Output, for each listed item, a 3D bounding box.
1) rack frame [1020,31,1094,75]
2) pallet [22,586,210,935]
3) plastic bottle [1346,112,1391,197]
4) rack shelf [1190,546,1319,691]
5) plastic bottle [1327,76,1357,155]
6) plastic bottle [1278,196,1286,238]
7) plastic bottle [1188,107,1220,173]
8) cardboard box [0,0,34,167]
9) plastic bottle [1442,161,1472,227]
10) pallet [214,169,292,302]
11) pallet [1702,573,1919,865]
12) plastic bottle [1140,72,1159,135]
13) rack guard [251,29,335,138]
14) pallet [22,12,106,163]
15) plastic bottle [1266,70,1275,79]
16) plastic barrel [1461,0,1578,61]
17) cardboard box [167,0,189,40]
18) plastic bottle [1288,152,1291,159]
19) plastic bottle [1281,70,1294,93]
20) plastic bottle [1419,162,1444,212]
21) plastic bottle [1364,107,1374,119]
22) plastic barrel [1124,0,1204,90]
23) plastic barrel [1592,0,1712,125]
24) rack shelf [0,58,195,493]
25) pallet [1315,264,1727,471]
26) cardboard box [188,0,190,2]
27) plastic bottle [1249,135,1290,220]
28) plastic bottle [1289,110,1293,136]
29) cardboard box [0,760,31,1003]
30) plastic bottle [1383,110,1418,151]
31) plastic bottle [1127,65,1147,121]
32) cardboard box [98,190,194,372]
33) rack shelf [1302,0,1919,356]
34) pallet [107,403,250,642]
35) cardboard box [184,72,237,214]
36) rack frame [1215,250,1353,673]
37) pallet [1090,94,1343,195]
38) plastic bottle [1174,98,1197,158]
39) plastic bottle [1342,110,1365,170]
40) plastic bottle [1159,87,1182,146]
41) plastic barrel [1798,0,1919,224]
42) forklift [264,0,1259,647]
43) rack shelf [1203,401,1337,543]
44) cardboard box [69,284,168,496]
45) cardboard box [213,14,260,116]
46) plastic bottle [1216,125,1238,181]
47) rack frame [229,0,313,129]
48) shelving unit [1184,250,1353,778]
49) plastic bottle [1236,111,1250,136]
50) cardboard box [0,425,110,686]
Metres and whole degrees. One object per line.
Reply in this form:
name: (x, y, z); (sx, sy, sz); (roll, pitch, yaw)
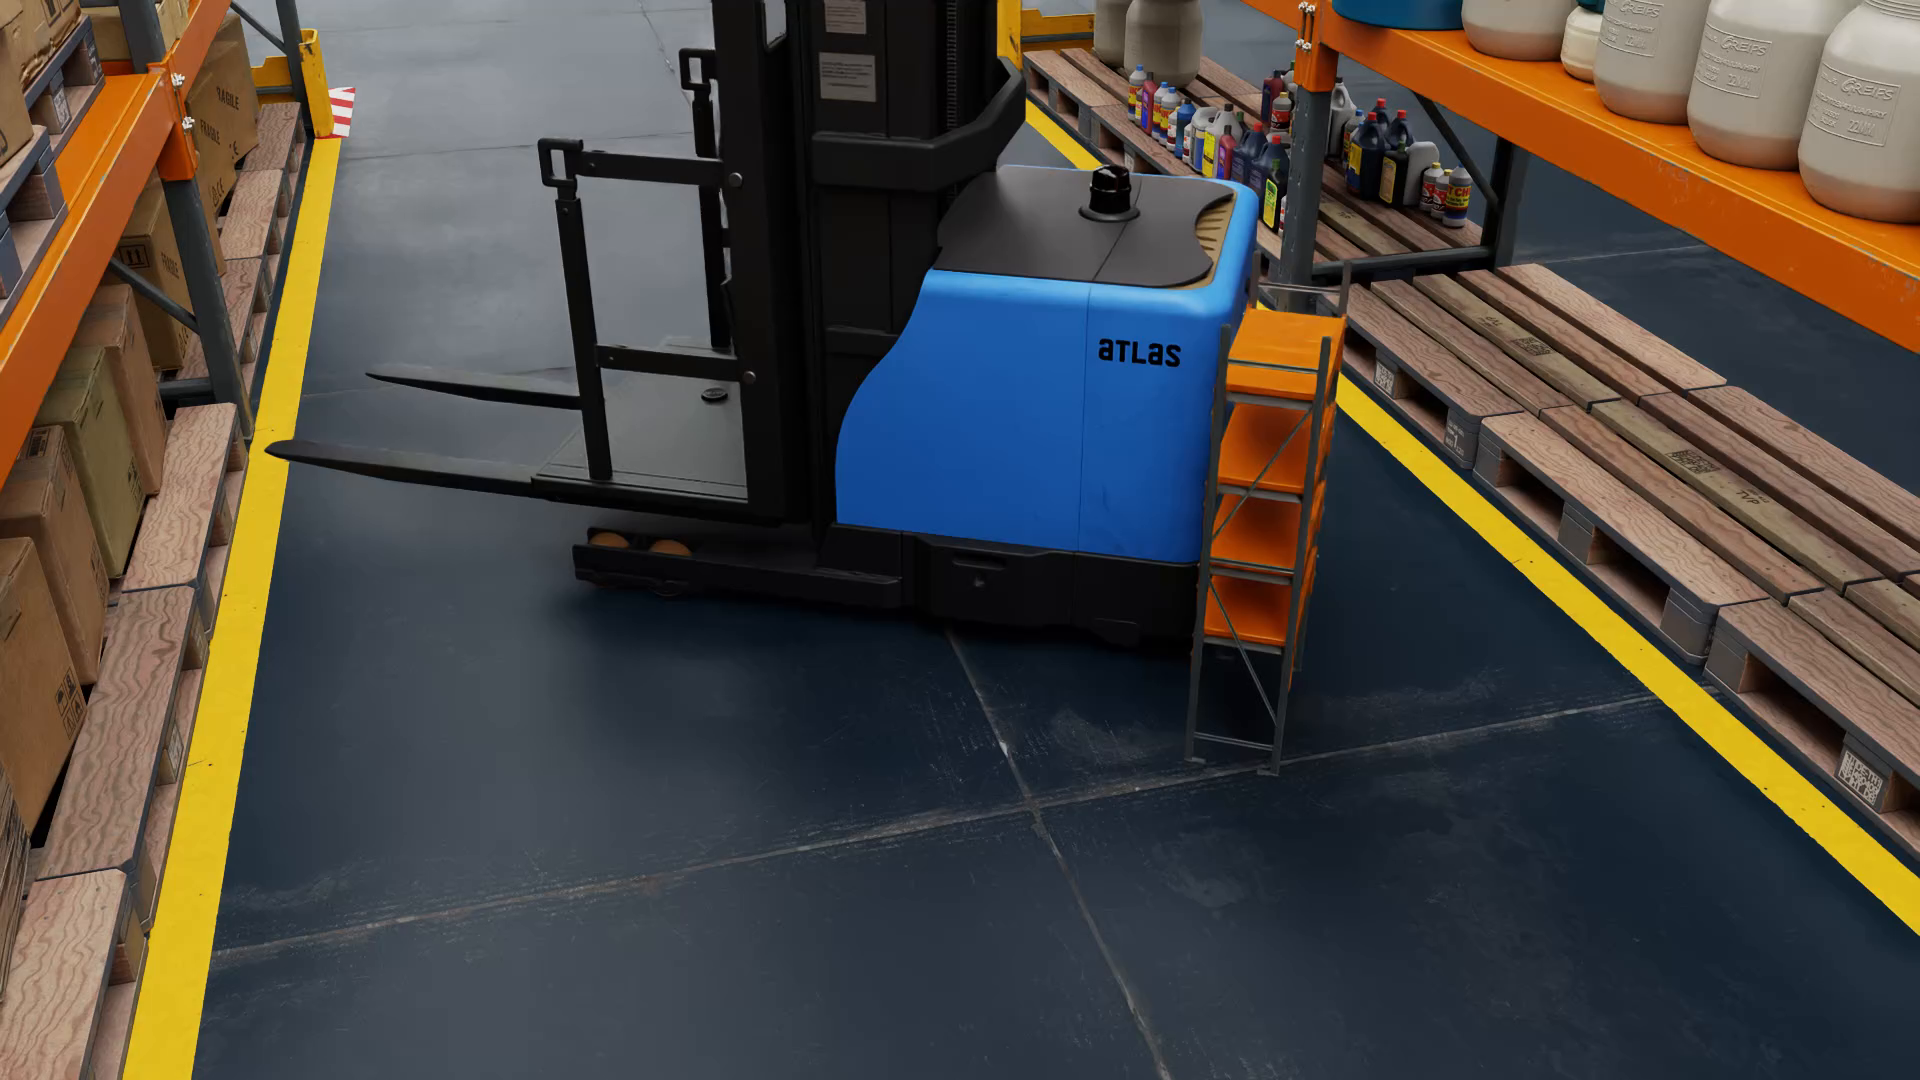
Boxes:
rack frame: (0.730, -4.194, 9.501); (1.000, 3.000, 0.127); (-8, 31, -13)
pallet: (-2.448, 0.570, 4.055); (1.003, 0.211, 1.213); (-8, 31, -13)
plastic bottle: (1.838, -1.732, 7.453); (0.144, 0.351, 0.185); (-8, 31, -13)
rack shelf: (0.762, 0.175, 4.280); (0.258, 0.148, 0.480); (9, 31, 14)
plastic bottle: (1.814, -2.047, 7.998); (0.144, 0.351, 0.185); (-8, 31, -14)
plastic bottle: (1.395, -1.375, 6.985); (0.097, 0.201, 0.097); (0, 30, 0)
plastic bottle: (1.167, -1.874, 7.773); (0.152, 0.276, 0.135); (-7, 31, -12)
cardboard box: (-2.435, -1.005, 3.469); (0.797, 0.503, 0.637); (-5, 30, -8)
plastic bottle: (2.130, -1.484, 7.103); (0.097, 0.271, 0.097); (0, 30, 0)
pallet: (-3.524, -1.306, 7.296); (1.003, 0.211, 1.213); (-8, 31, -13)
pallet: (2.685, 0.498, 4.180); (1.003, 0.211, 1.213); (-8, 31, -13)
plastic bottle: (0.953, -2.180, 8.294); (0.061, 0.283, 0.133); (-7, 31, -12)
rack guard: (-4.025, -2.417, 8.926); (1.175, 0.500, 0.348); (-8, 31, -13)
pallet: (-2.921, -1.132, 4.403); (1.003, 0.211, 1.213); (-8, 31, -13)
plastic bottle: (1.640, -2.344, 8.660); (0.097, 0.201, 0.097); (0, 30, 0)
plastic barrel: (1.834, -1.829, 5.281); (0.433, 0.535, 0.433); (0, 30, 0)
cardboard box: (-2.805, -1.761, 5.549); (0.380, 0.149, 0.250); (-8, 31, -13)
plastic bottle: (1.482, -1.598, 7.221); (0.144, 0.351, 0.185); (-8, 31, -13)
plastic bottle: (1.680, -2.251, 8.425); (0.152, 0.276, 0.135); (-8, 31, -13)
plastic bottle: (2.076, -1.552, 7.291); (0.097, 0.201, 0.097); (0, 30, 0)
plastic bottle: (1.924, -1.898, 7.807); (0.061, 0.283, 0.133); (-6, 31, -11)
plastic barrel: (1.111, -2.749, 9.069); (0.421, 0.512, 0.421); (0, 30, 0)
plastic barrel: (2.029, -1.475, 4.669); (0.433, 0.535, 0.433); (0, 30, 0)
rack shelf: (-2.453, -0.326, 3.537); (1.077, 0.370, 4.000); (-8, 31, -13)
pallet: (2.037, -0.681, 6.216); (1.003, 0.211, 1.213); (-8, 31, -13)
cardboard box: (-2.973, -1.997, 5.957); (0.380, 0.149, 0.250); (-8, 31, -13)
plastic bottle: (1.343, -1.579, 7.188); (0.144, 0.351, 0.185); (-9, 31, -15)
plastic bottle: (1.660, -2.035, 8.126); (0.097, 0.201, 0.097); (0, 30, 0)
cardboard box: (-2.279, 0.633, 3.218); (0.700, 0.500, 0.500); (-10, 32, -17)
plastic bottle: (1.977, -1.751, 7.486); (0.144, 0.351, 0.185); (-7, 31, -12)
plastic bottle: (0.911, -2.286, 8.490); (0.097, 0.271, 0.097); (0, 30, 0)
cardboard box: (-3.051, -0.902, 5.890); (0.500, 0.500, 0.500); (-9, 31, -15)
rack shelf: (2.322, -0.985, 4.675); (1.077, 0.370, 4.000); (-8, 31, -13)
pallet: (-2.776, -0.021, 5.075); (1.003, 0.211, 1.213); (-8, 31, -13)
cardboard box: (-3.556, -1.742, 7.342); (0.500, 0.500, 0.500); (-5, 30, -9)
rack frame: (0.834, -0.172, 4.349); (0.240, 1.200, 0.015); (9, 31, 14)
pallet: (1.326, -1.975, 8.452); (1.003, 0.211, 1.213); (-8, 31, -13)
plastic bottle: (1.082, -1.975, 7.951); (0.097, 0.271, 0.097); (0, 30, 0)
plastic bottle: (1.852, -1.874, 7.777); (0.097, 0.271, 0.097); (0, 30, 0)
plastic bottle: (1.028, -2.072, 8.121); (0.097, 0.271, 0.097); (0, 30, 0)
plastic barrel: (2.262, -1.050, 3.959); (0.421, 0.512, 0.421); (0, 30, 0)
forklift: (-0.672, -1.349, 4.654); (3.031, 2.935, 1.130); (7, 31, 12)
rack shelf: (0.763, -0.190, 4.068); (0.258, 0.148, 0.480); (9, 31, 14)
cardboard box: (-2.842, -0.412, 5.024); (0.700, 0.500, 0.500); (-10, 32, -17)
cardboard box: (-3.896, -2.331, 8.360); (0.500, 0.500, 0.500); (-2, 30, -4)
plastic bottle: (1.208, -1.715, 7.491); (0.061, 0.283, 0.133); (-6, 31, -10)
rack frame: (-4.046, -3.535, 8.363); (1.000, 3.000, 0.127); (-8, 31, -13)
shelving unit: (0.763, -0.055, 4.146); (0.258, 1.200, 0.503); (9, 31, 14)
plastic bottle: (1.298, -1.824, 7.680); (0.061, 0.283, 0.133); (-8, 31, -13)
cardboard box: (-2.584, 0.091, 4.155); (0.700, 0.500, 0.500); (-11, 32, -18)
